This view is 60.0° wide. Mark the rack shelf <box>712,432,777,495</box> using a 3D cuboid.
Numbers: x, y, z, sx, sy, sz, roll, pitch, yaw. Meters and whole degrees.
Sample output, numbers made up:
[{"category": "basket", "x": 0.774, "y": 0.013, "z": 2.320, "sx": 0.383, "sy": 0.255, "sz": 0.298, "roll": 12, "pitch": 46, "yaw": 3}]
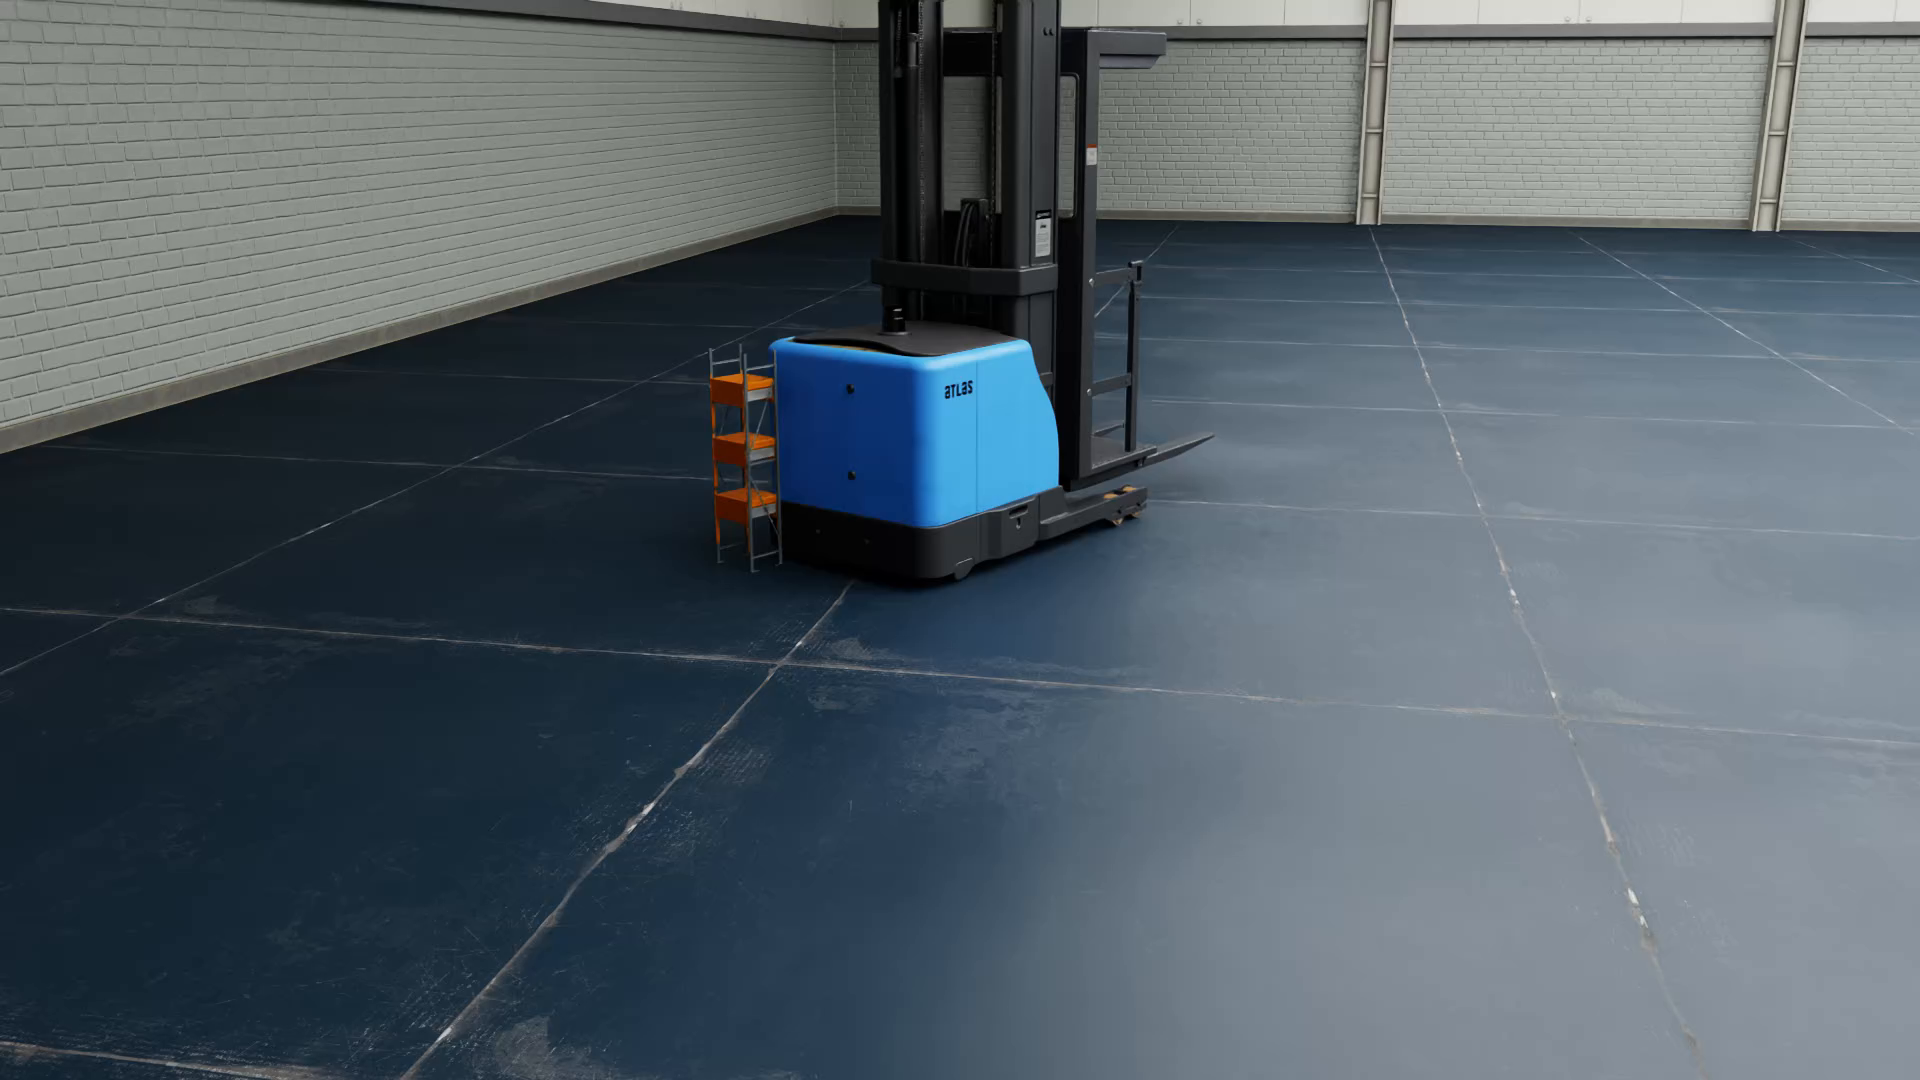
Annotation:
[{"category": "rack shelf", "x": -1.021, "y": -0.379, "z": 7.931, "sx": 0.240, "sy": 0.259, "sz": 0.215, "roll": 14, "pitch": 20, "yaw": 40}]

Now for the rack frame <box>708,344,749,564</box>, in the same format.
[{"category": "rack frame", "x": -1.111, "y": -0.411, "z": 8.007, "sx": 0.008, "sy": 1.050, "sz": 0.200, "roll": 14, "pitch": 20, "yaw": 40}]

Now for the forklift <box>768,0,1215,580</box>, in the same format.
[{"category": "forklift", "x": 0.353, "y": -1.562, "z": 8.640, "sx": 1.130, "sy": 2.935, "sz": 3.031, "roll": 11, "pitch": 19, "yaw": 35}]

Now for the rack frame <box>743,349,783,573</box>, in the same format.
[{"category": "rack frame", "x": -0.930, "y": -0.367, "z": 7.850, "sx": 0.008, "sy": 1.050, "sz": 0.200, "roll": 14, "pitch": 20, "yaw": 40}]

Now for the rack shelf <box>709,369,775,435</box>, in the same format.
[{"category": "rack shelf", "x": -1.021, "y": -0.652, "z": 7.856, "sx": 0.240, "sy": 0.259, "sz": 0.215, "roll": 14, "pitch": 20, "yaw": 40}]

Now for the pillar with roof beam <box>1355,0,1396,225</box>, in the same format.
[{"category": "pillar with roof beam", "x": 5.782, "y": -8.357, "z": 21.803, "sx": 0.400, "sy": 9.000, "sz": 9.100, "roll": 3, "pitch": 16, "yaw": 11}]

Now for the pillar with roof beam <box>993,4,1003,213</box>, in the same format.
[{"category": "pillar with roof beam", "x": -0.097, "y": -8.676, "z": 22.955, "sx": 0.400, "sy": 9.000, "sz": 9.100, "roll": 3, "pitch": 16, "yaw": 11}]

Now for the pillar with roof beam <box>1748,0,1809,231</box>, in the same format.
[{"category": "pillar with roof beam", "x": 11.662, "y": -8.037, "z": 20.650, "sx": 0.400, "sy": 9.000, "sz": 9.100, "roll": 3, "pitch": 16, "yaw": 11}]

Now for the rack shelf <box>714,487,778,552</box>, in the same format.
[{"category": "rack shelf", "x": -1.021, "y": -0.111, "z": 8.006, "sx": 0.240, "sy": 0.259, "sz": 0.215, "roll": 14, "pitch": 20, "yaw": 40}]

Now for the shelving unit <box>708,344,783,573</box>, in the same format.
[{"category": "shelving unit", "x": -1.021, "y": -0.389, "z": 7.929, "sx": 0.252, "sy": 1.050, "sz": 0.215, "roll": 14, "pitch": 20, "yaw": 40}]
